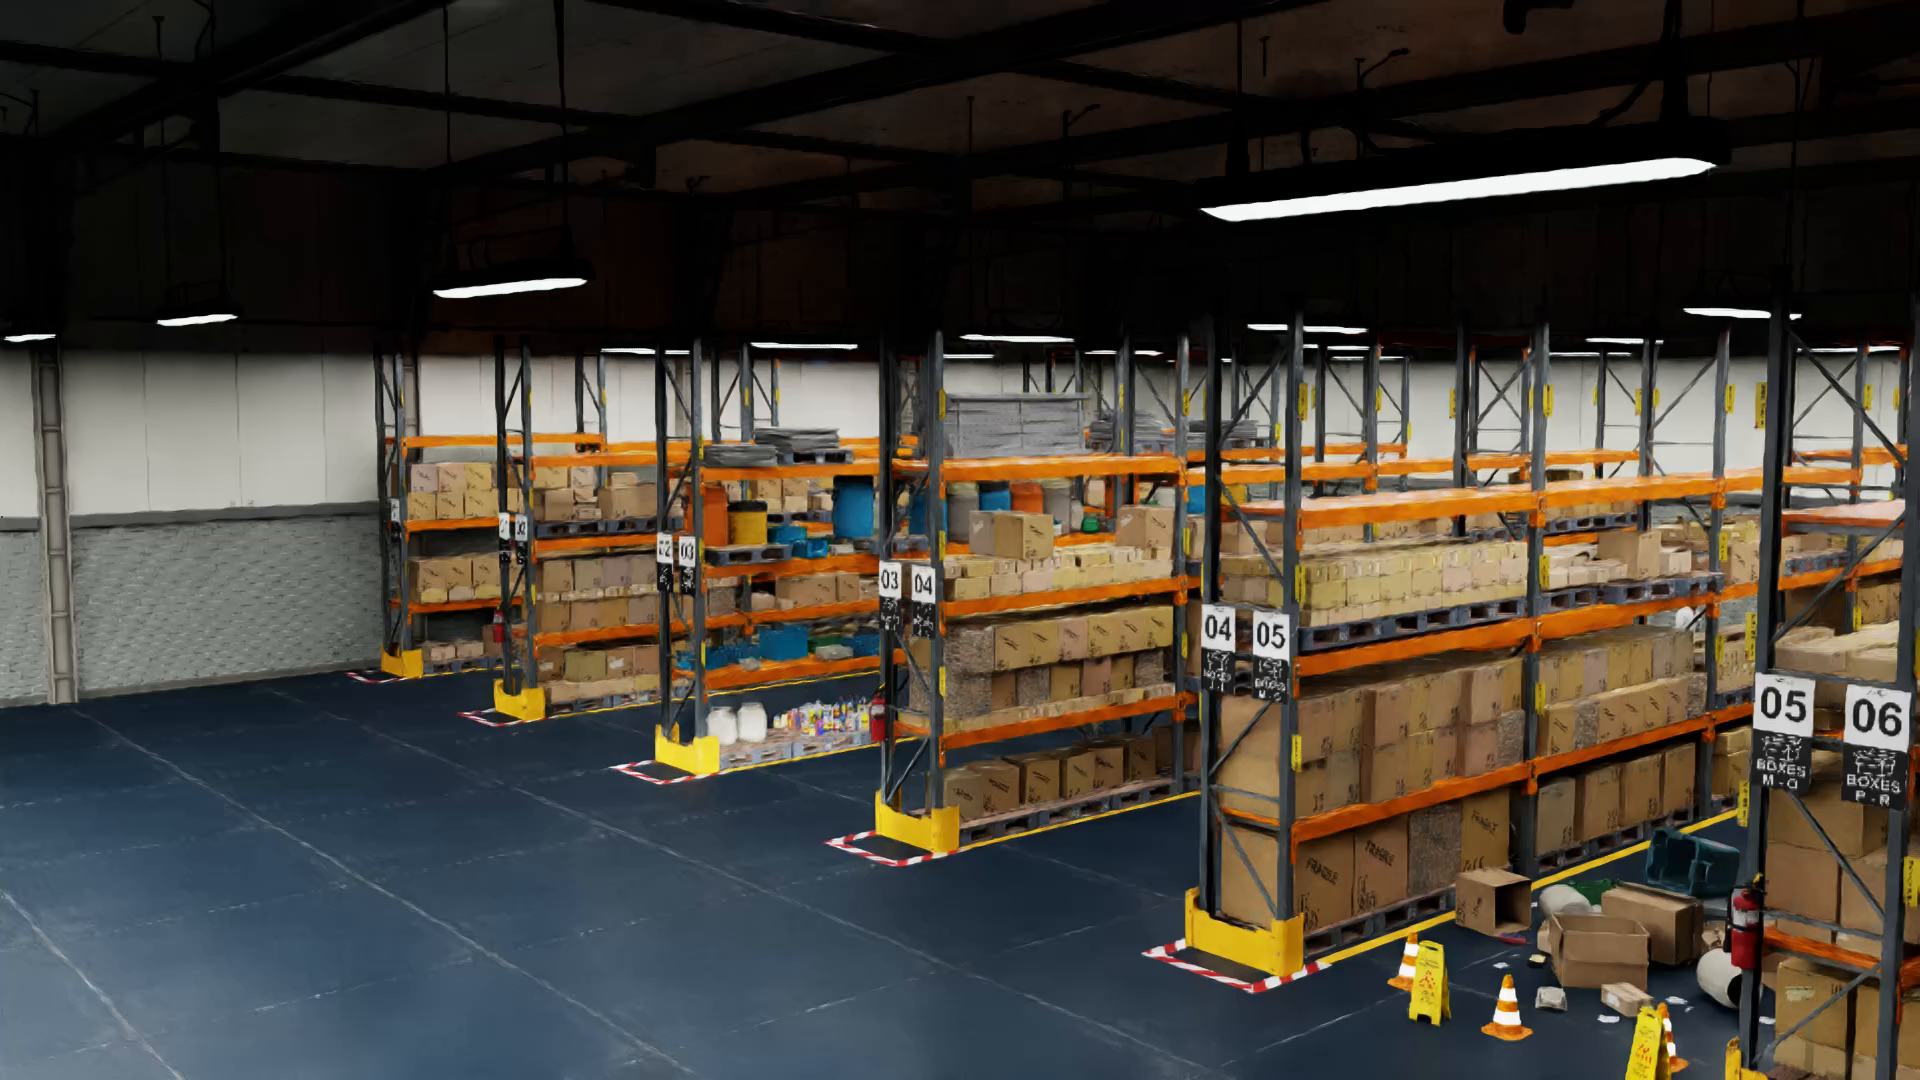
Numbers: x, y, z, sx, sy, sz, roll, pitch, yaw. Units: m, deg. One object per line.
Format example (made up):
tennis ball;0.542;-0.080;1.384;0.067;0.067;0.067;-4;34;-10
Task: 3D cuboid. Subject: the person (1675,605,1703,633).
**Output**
person;12.111;1.756;27.656;0.695;1.778;0.543;-3;6;-29

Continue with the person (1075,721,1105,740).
person;1.843;2.276;23.392;0.519;1.541;0.566;-5;7;-43
